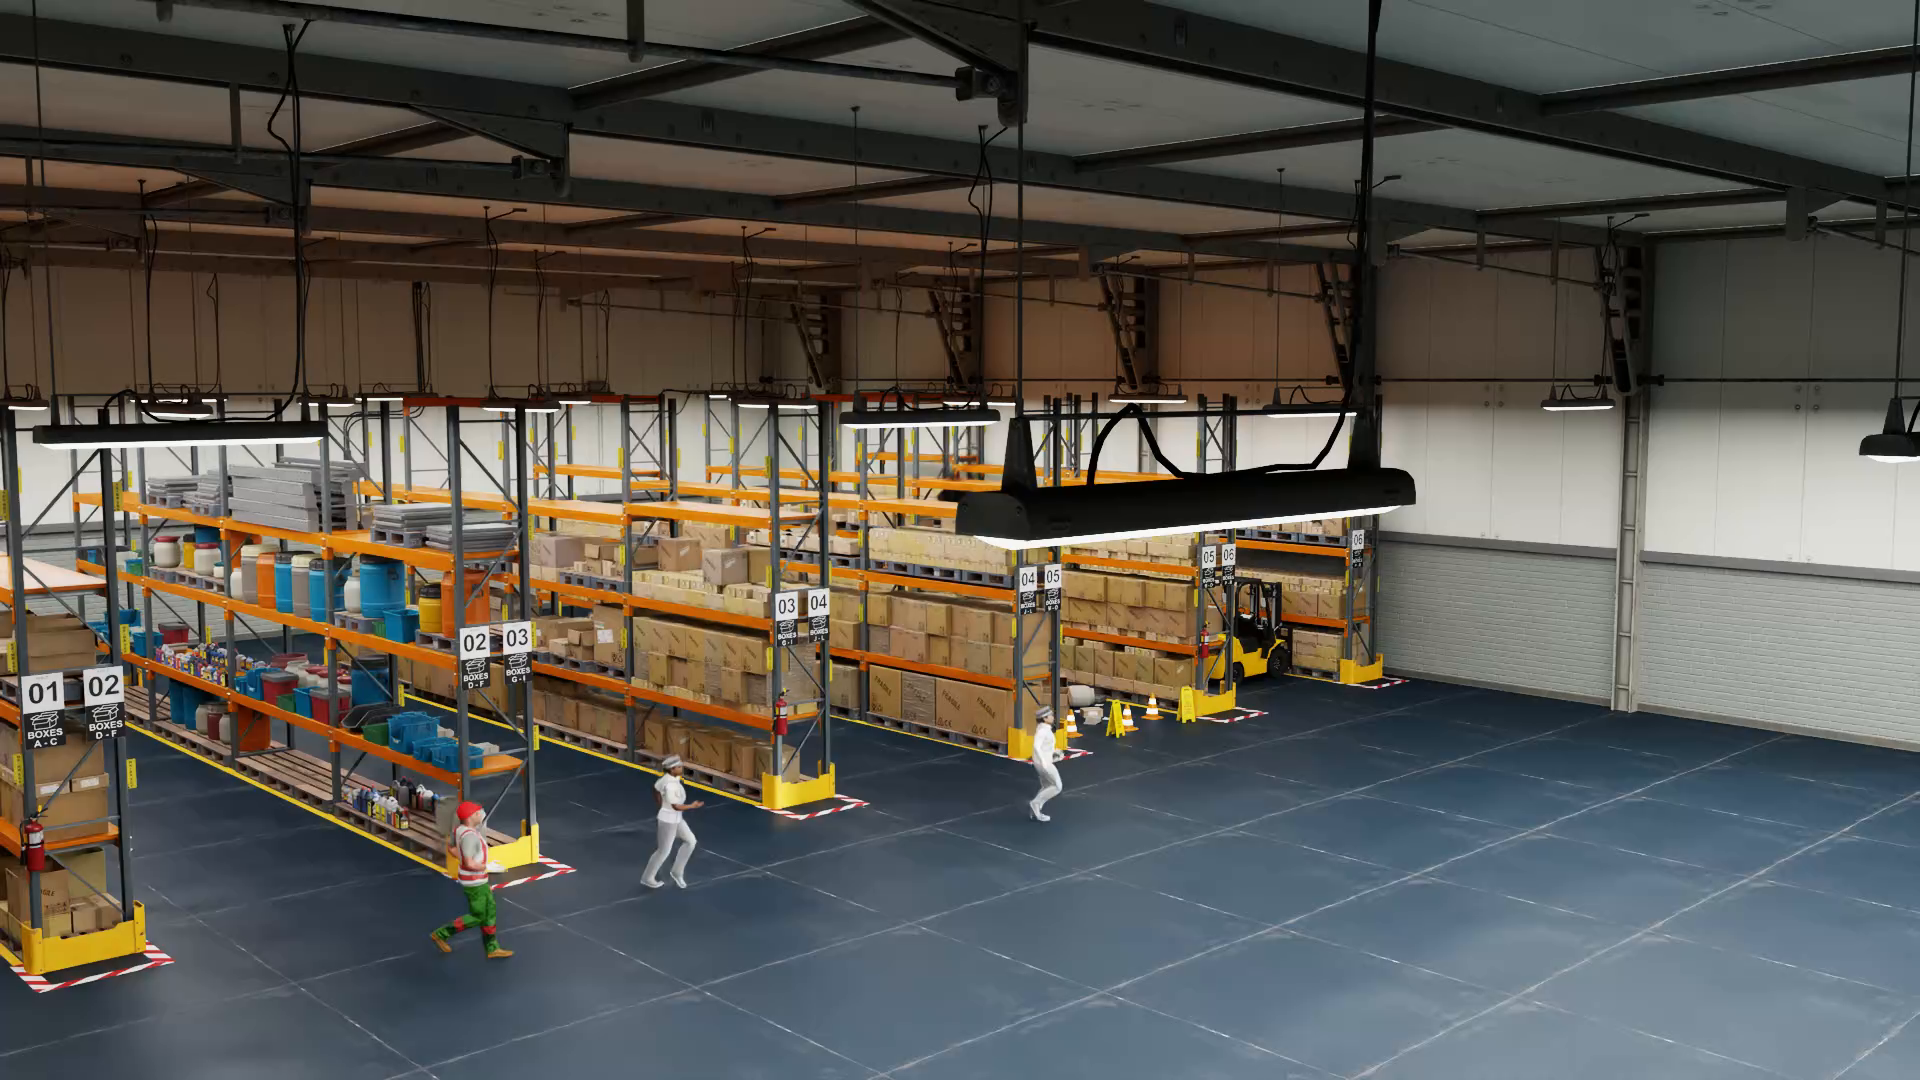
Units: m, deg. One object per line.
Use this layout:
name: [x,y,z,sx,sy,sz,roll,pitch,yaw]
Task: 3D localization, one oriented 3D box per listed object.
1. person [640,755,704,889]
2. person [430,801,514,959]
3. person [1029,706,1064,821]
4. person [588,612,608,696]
person: [-3.569,3.507,20.617,0.801,1.725,0.535,0,6,-4]
person: [-5.315,3.706,18.045,0.888,1.769,0.655,-2,6,-22]
person: [1.246,3.200,23.885,0.534,1.658,0.628,0,6,-5]
person: [-7.245,2.314,32.819,0.819,1.801,0.643,5,8,43]
